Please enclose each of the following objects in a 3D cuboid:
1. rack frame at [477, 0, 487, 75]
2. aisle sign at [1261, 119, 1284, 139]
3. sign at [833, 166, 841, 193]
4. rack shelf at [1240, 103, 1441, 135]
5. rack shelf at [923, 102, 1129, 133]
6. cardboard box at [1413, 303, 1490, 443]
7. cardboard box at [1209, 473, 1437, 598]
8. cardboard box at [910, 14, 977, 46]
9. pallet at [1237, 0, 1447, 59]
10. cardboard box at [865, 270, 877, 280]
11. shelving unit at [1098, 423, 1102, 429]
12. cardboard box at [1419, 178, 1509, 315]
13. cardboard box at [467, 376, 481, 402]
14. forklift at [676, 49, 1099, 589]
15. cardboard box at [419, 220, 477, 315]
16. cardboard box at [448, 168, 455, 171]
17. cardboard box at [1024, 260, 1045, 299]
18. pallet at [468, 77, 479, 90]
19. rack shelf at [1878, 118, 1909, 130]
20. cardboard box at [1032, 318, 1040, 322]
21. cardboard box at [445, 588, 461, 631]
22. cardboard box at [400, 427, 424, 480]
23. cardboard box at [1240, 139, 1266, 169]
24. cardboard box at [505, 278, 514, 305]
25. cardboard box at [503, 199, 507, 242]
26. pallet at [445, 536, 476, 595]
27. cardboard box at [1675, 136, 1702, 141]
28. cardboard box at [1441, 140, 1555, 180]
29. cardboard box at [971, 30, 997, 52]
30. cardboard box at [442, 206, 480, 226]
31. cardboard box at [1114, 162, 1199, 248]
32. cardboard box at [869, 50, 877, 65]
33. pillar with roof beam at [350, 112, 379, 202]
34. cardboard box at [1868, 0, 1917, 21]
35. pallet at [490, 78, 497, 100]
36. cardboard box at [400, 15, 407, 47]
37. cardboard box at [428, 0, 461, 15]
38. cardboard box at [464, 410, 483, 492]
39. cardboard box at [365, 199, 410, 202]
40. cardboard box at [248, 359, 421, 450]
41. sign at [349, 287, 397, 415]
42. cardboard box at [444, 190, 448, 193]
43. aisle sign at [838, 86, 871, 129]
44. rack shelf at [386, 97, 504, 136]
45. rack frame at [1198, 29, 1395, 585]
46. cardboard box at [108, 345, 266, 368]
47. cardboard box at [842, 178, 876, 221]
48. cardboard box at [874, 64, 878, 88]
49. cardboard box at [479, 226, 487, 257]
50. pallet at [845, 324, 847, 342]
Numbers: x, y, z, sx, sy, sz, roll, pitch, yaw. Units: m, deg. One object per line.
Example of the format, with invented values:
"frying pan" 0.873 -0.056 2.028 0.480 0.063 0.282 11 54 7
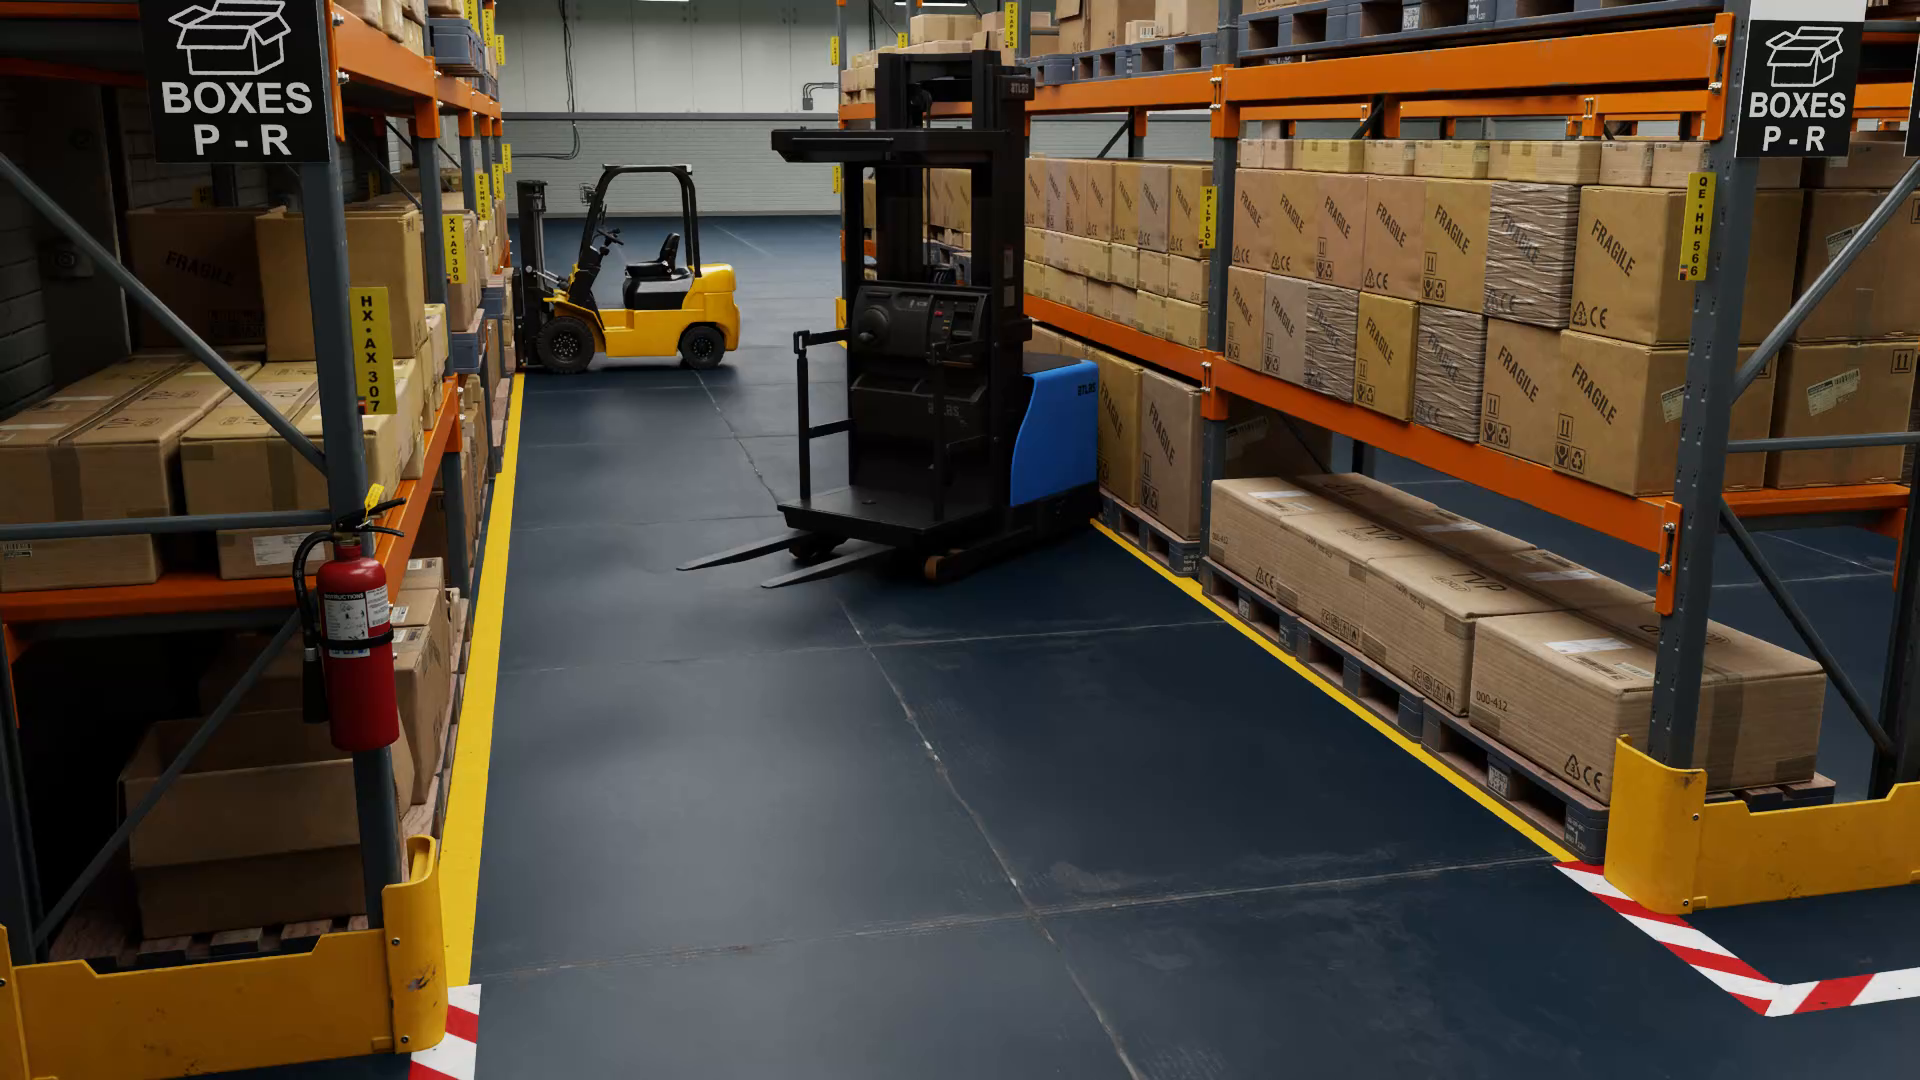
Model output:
"rack frame" -4.851 -5.713 14.851 1.000 3.000 0.127 -3 14 -13
"aisle sign" 4.097 -5.594 21.528 0.394 0.787 0.004 -3 14 -13
"sign" -1.493 -4.390 20.250 0.100 0.325 0.005 -3 14 -13
"rack shelf" 4.292 -4.945 19.542 1.077 0.370 4.000 -3 14 -13
"rack shelf" 0.443 -3.723 14.540 1.077 0.370 4.000 -3 14 -13
"cardboard box" 2.188 -0.688 6.712 0.500 0.500 0.500 -3 14 -12
"cardboard box" 1.895 -0.039 8.782 0.875 0.438 0.875 -3 14 -14
"cardboard box" -0.152 -4.636 15.140 0.500 0.250 0.500 -4 14 -14
"pallet" 2.034 -2.456 8.025 1.003 0.211 1.213 -3 14 -13
"cardboard box" -0.802 -2.788 18.848 0.500 0.500 0.500 -3 14 -12
"shelving unit" 0.639 -0.680 11.430 0.189 0.258 1.200 -6 -15 -20
"cardboard box" 2.183 -1.174 6.593 0.500 0.500 0.500 -3 14 -13
"cardboard box" -3.455 -1.020 11.297 0.380 0.149 0.250 -4 14 -16
"forklift" -0.367 -1.302 9.582 1.130 2.935 3.031 10 17 34
"cardboard box" -2.989 -1.450 8.944 0.700 0.500 0.500 -3 14 -13
"cardboard box" -5.919 -4.141 18.850 0.380 0.149 0.250 -4 14 -14
"cardboard box" 0.783 -1.954 12.421 0.500 0.250 0.500 -4 14 -14
"pallet" -4.157 -3.393 12.073 1.213 0.211 1.003 -3 14 -11
"rack shelf" 13.951 -5.474 21.708 1.077 0.370 4.000 -3 14 -13
"cardboard box" 1.044 -2.186 18.318 0.500 0.500 0.500 7 15 26
"cardboard box" -2.555 0.340 7.839 0.380 0.149 0.250 -4 14 -15
"cardboard box" -2.097 -0.300 5.863 0.380 0.149 0.250 -4 14 -15
"cardboard box" 1.674 -1.993 8.580 0.380 0.149 0.250 -3 14 -14
"cardboard box" -5.013 -2.636 17.699 0.500 0.250 0.500 -4 14 -14
"cardboard box" -5.306 -3.551 18.432 0.500 0.500 0.500 -3 14 -11
"pallet" -3.199 0.216 9.100 1.003 0.211 1.213 -3 14 -13
"cardboard box" 8.998 -4.627 20.101 0.500 0.500 0.500 -3 14 -13
"cardboard box" 2.160 -1.521 6.646 0.380 0.149 0.250 -3 14 -12
"cardboard box" 0.527 -4.011 13.988 0.797 0.503 0.637 -3 14 -13
"cardboard box" -3.764 -2.391 12.317 0.380 0.149 0.250 -3 14 -12
"cardboard box" 1.275 -2.091 10.349 0.500 0.500 0.500 -3 14 -11
"cardboard box" -0.770 -5.212 17.970 0.380 0.149 0.250 -3 14 -12
"pillar with roof beam" -2.318 -6.665 18.747 9.100 9.000 0.400 -3 14 -13
"cardboard box" 6.405 -3.605 11.440 0.797 0.503 0.637 -3 14 -14
"pallet" -5.649 -4.971 18.321 1.003 0.211 1.213 -3 14 -13
"cardboard box" -2.438 -2.046 6.691 0.380 0.149 0.250 -3 14 -13
"cardboard box" -2.682 -2.694 8.246 0.380 0.149 0.250 -3 14 -13
"cardboard box" -3.370 -0.544 10.714 0.500 0.500 0.500 -3 14 -11
"cardboard box" -4.664 -2.715 13.643 0.380 0.149 0.250 -3 14 -13
"cardboard box" -2.118 -0.455 5.659 0.500 0.250 0.500 -4 14 -14
"sign" -1.505 -0.481 4.253 0.100 0.325 0.005 -3 14 -13
"cardboard box" -5.786 -3.815 18.146 0.380 0.149 0.250 -4 14 -15
"aisle sign" -1.282 -5.259 20.156 0.394 0.787 0.004 -3 14 -13
"rack shelf" -5.320 -4.368 17.181 1.077 0.370 4.000 -3 14 -13
"rack frame" 1.852 -1.231 9.145 1.000 3.000 0.127 -3 14 -13
"cardboard box" -2.752 -0.548 6.038 0.500 0.250 0.500 -3 14 -13
"cardboard box" -1.124 -4.068 19.919 0.500 0.500 0.500 -4 14 -14
"cardboard box" -0.617 -4.927 17.643 0.500 0.250 0.500 -4 14 -14
"cardboard box" -3.754 -2.164 12.225 0.500 0.250 0.500 -3 14 -13
"pallet" -0.792 -2.438 19.960 1.003 0.211 1.213 -3 14 -13
